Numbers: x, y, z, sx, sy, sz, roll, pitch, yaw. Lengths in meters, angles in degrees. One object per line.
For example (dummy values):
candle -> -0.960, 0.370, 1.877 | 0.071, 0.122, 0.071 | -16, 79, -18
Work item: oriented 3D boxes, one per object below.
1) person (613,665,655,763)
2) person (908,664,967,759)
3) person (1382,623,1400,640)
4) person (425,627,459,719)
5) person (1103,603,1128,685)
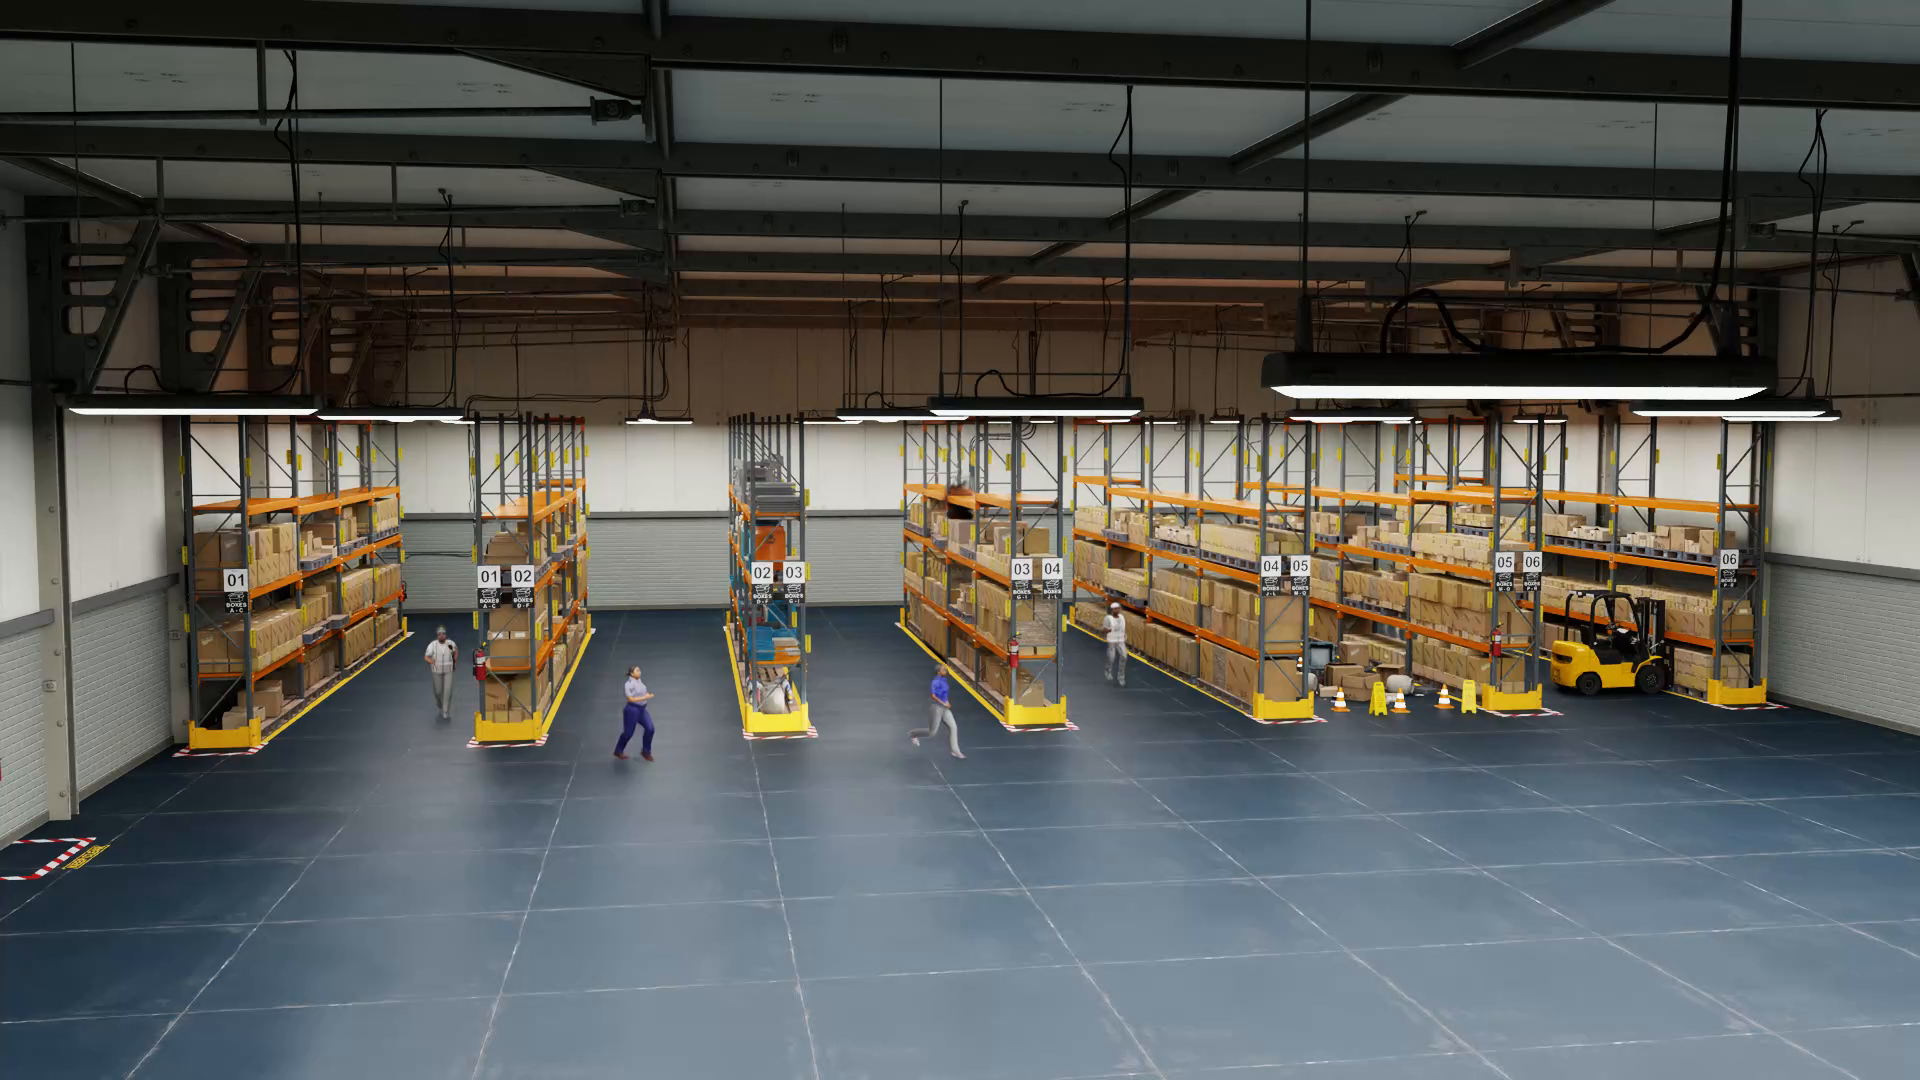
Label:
person -> -5.547, 2.978, 28.373 | 0.750, 1.712, 0.576 | 1, 4, 21
person -> -0.390, 2.972, 28.849 | 1.054, 1.643, 0.547 | 2, 4, 25
person -> 11.308, 1.904, 43.613 | 0.596, 1.740, 0.720 | -1, 4, -15
person -> -10.269, 2.603, 33.002 | 0.664, 1.789, 0.938 | -2, 4, -21
person -> 3.475, 2.311, 37.055 | 0.654, 1.837, 0.735 | -1, 4, -19
